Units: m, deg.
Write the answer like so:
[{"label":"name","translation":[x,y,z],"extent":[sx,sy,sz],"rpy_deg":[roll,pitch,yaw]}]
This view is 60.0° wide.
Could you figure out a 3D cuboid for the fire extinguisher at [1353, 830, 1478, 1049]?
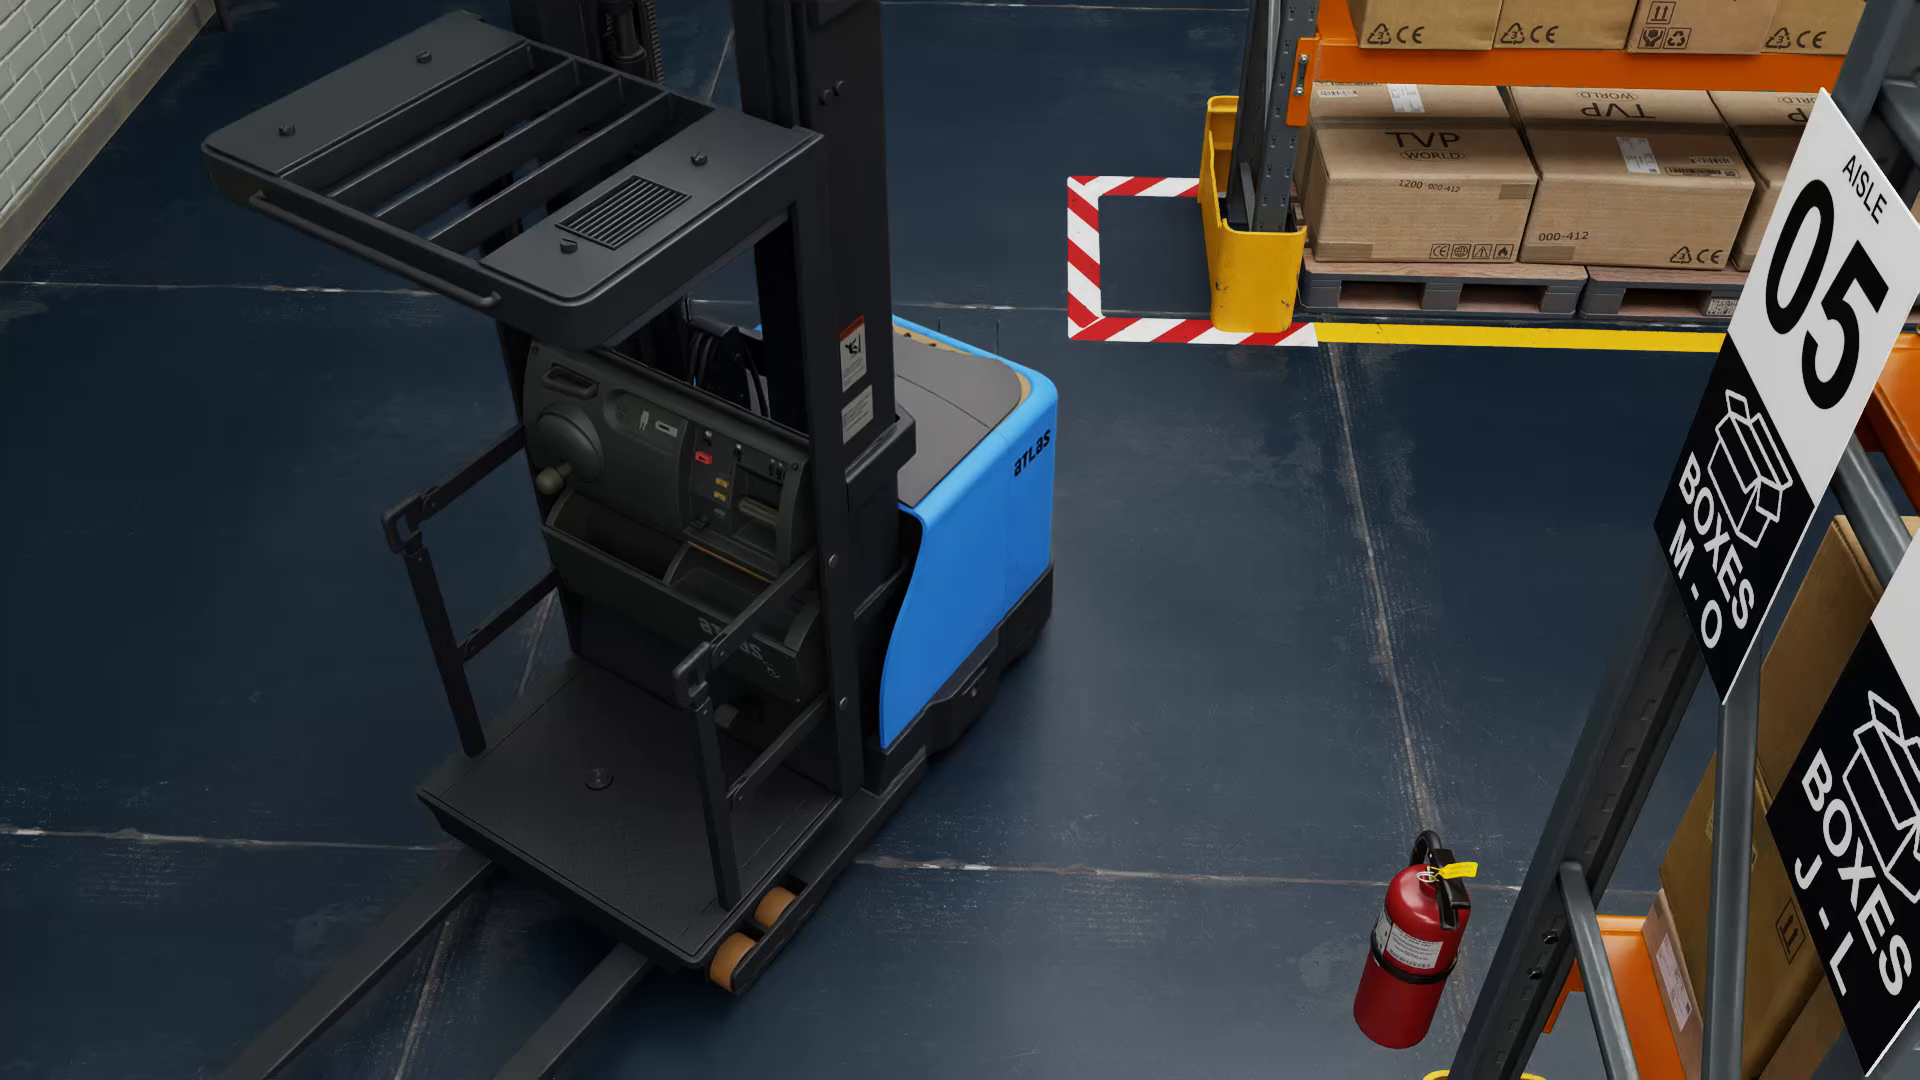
[{"label":"fire extinguisher","translation":[0.966,0.822,3.498],"extent":[0.183,0.674,0.296],"rpy_deg":[2,43,2]}]

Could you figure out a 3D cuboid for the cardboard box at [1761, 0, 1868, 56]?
[{"label":"cardboard box","translation":[3.300,-2.193,6.330],"extent":[0.500,0.500,0.500],"rpy_deg":[3,43,3]}]

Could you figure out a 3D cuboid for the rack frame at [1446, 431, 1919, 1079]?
[{"label":"rack frame","translation":[1.197,0.979,2.999],"extent":[0.127,3.000,1.000],"rpy_deg":[2,43,2]}]

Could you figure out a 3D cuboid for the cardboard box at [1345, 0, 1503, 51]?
[{"label":"cardboard box","translation":[1.785,-2.221,6.360],"extent":[0.500,0.500,0.500],"rpy_deg":[1,43,2]}]

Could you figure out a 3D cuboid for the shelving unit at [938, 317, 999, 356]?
[{"label":"shelving unit","translation":[0.022,-0.356,5.972],"extent":[0.210,0.900,0.258],"rpy_deg":[3,43,3]}]

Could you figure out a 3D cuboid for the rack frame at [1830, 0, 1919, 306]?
[{"label":"rack frame","translation":[1.197,-1.216,0.954],"extent":[0.127,3.000,1.000],"rpy_deg":[2,43,2]}]

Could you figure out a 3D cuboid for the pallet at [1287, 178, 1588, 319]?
[{"label":"pallet","translation":[2.121,-1.403,7.602],"extent":[1.213,0.211,1.003],"rpy_deg":[2,43,2]}]

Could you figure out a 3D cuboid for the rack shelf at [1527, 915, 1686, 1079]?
[{"label":"rack shelf","translation":[3.195,1.304,3.178],"extent":[4.000,0.370,1.077],"rpy_deg":[2,43,2]}]

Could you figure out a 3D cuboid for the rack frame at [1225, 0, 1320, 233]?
[{"label":"rack frame","translation":[1.319,-2.395,6.620],"extent":[0.127,3.000,1.000],"rpy_deg":[2,43,2]}]

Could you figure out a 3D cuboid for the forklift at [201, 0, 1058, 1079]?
[{"label":"forklift","translation":[-0.907,-0.135,4.245],"extent":[1.130,2.935,3.031],"rpy_deg":[24,48,24]}]

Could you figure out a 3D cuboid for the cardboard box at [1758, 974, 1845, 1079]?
[{"label":"cardboard box","translation":[1.633,1.035,2.646],"extent":[0.500,0.500,0.500],"rpy_deg":[4,43,4]}]

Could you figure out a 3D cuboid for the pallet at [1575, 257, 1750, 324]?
[{"label":"pallet","translation":[3.336,-1.364,7.559],"extent":[1.213,0.211,1.003],"rpy_deg":[2,43,2]}]

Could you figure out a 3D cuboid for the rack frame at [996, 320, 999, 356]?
[{"label":"rack frame","translation":[0.123,-0.351,5.966],"extent":[0.006,0.900,0.240],"rpy_deg":[3,43,3]}]

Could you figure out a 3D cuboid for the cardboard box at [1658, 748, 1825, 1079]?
[{"label":"cardboard box","translation":[1.657,0.672,3.036],"extent":[0.500,0.500,0.500],"rpy_deg":[3,43,3]}]

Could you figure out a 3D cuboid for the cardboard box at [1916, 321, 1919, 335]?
[{"label":"cardboard box","translation":[1.663,-0.230,2.206],"extent":[0.500,0.250,0.500],"rpy_deg":[1,43,1]}]

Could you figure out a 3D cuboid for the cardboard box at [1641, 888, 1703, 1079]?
[{"label":"cardboard box","translation":[1.535,0.888,3.280],"extent":[0.250,0.149,0.380],"rpy_deg":[2,43,2]}]

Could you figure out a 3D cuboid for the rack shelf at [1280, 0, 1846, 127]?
[{"label":"rack shelf","translation":[3.317,-2.070,6.799],"extent":[4.000,0.370,1.077],"rpy_deg":[2,43,2]}]

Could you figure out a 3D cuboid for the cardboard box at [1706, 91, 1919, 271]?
[{"label":"cardboard box","translation":[3.798,-1.608,7.347],"extent":[0.875,0.438,0.875],"rpy_deg":[1,43,1]}]

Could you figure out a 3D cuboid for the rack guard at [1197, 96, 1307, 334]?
[{"label":"rack guard","translation":[1.295,-1.481,7.473],"extent":[0.348,0.500,1.175],"rpy_deg":[2,43,2]}]

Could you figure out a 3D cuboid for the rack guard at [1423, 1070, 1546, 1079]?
[{"label":"rack guard","translation":[1.273,1.896,3.848],"extent":[0.348,0.500,1.175],"rpy_deg":[2,43,2]}]

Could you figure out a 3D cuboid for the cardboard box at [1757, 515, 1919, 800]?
[{"label":"cardboard box","translation":[1.665,0.312,2.689],"extent":[0.500,0.500,0.500],"rpy_deg":[1,43,1]}]

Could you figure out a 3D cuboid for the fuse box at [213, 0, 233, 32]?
[{"label":"fuse box","translation":[-4.075,-3.507,8.759],"extent":[0.414,1.711,0.539],"rpy_deg":[2,43,2]}]

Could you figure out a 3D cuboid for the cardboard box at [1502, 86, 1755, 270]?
[{"label":"cardboard box","translation":[2.897,-1.636,7.378],"extent":[0.875,0.438,0.875],"rpy_deg":[3,43,3]}]

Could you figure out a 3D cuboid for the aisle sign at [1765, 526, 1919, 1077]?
[{"label":"aisle sign","translation":[1.110,0.230,1.896],"extent":[0.004,0.787,0.394],"rpy_deg":[2,43,2]}]

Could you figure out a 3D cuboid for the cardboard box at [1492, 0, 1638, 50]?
[{"label":"cardboard box","translation":[2.292,-2.225,6.364],"extent":[0.500,0.500,0.500],"rpy_deg":[1,43,1]}]

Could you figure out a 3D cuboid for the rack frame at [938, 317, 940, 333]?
[{"label":"rack frame","translation":[-0.080,-0.361,5.977],"extent":[0.006,0.900,0.240],"rpy_deg":[3,43,3]}]

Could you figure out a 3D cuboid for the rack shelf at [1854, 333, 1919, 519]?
[{"label":"rack shelf","translation":[3.195,0.206,2.155],"extent":[4.000,0.370,1.077],"rpy_deg":[2,43,2]}]

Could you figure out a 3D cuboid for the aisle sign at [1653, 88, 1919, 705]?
[{"label":"aisle sign","translation":[1.137,-0.179,2.334],"extent":[0.004,0.787,0.394],"rpy_deg":[2,43,2]}]

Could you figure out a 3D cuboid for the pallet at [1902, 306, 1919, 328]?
[{"label":"pallet","translation":[4.558,-1.328,7.521],"extent":[1.213,0.211,1.003],"rpy_deg":[2,43,2]}]

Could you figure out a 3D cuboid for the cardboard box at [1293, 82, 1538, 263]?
[{"label":"cardboard box","translation":[1.982,-1.659,7.402],"extent":[0.875,0.438,0.875],"rpy_deg":[0,43,0]}]

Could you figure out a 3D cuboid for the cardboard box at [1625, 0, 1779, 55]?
[{"label":"cardboard box","translation":[2.799,-2.197,6.334],"extent":[0.500,0.500,0.500],"rpy_deg":[2,43,2]}]
